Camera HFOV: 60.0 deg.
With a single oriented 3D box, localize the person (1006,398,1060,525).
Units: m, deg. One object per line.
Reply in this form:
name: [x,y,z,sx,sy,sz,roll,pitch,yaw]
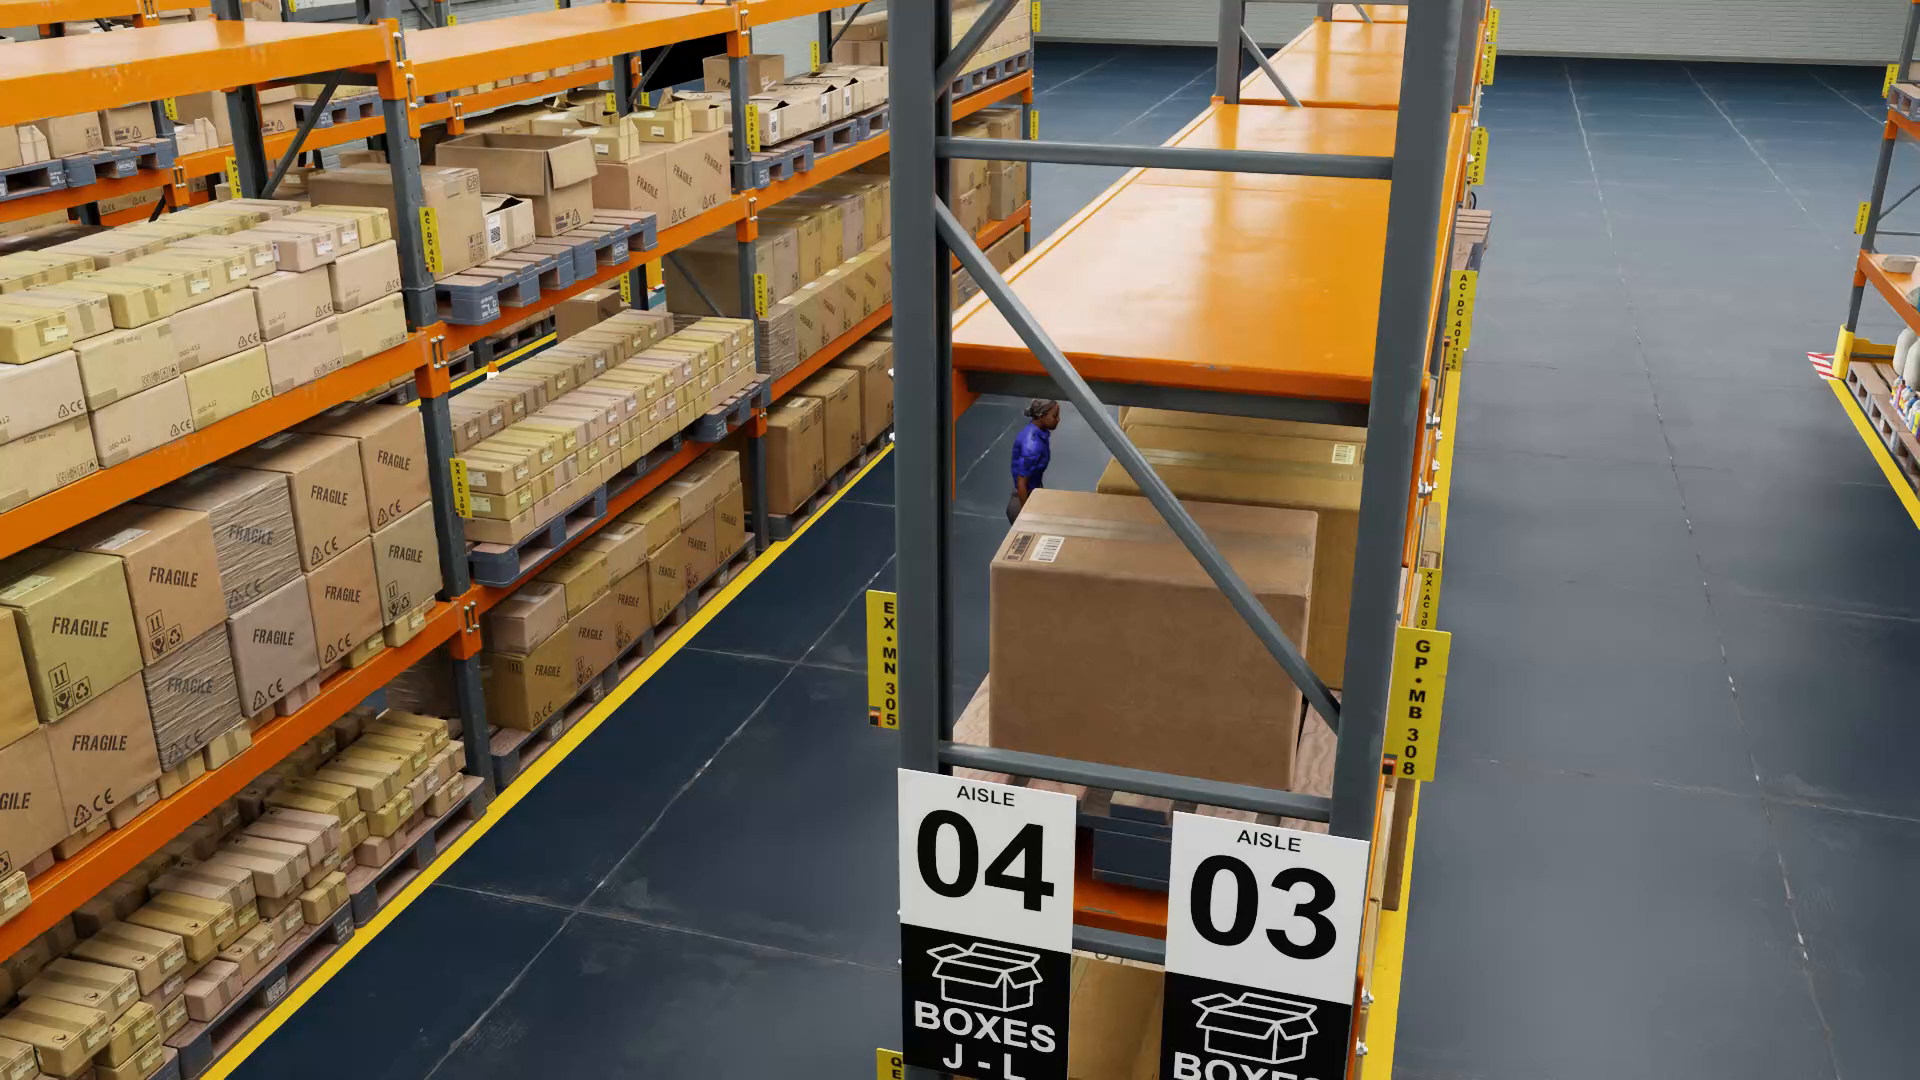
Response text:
person: [0.511,-0.220,11.642,0.351,1.653,0.527,5,23,12]
